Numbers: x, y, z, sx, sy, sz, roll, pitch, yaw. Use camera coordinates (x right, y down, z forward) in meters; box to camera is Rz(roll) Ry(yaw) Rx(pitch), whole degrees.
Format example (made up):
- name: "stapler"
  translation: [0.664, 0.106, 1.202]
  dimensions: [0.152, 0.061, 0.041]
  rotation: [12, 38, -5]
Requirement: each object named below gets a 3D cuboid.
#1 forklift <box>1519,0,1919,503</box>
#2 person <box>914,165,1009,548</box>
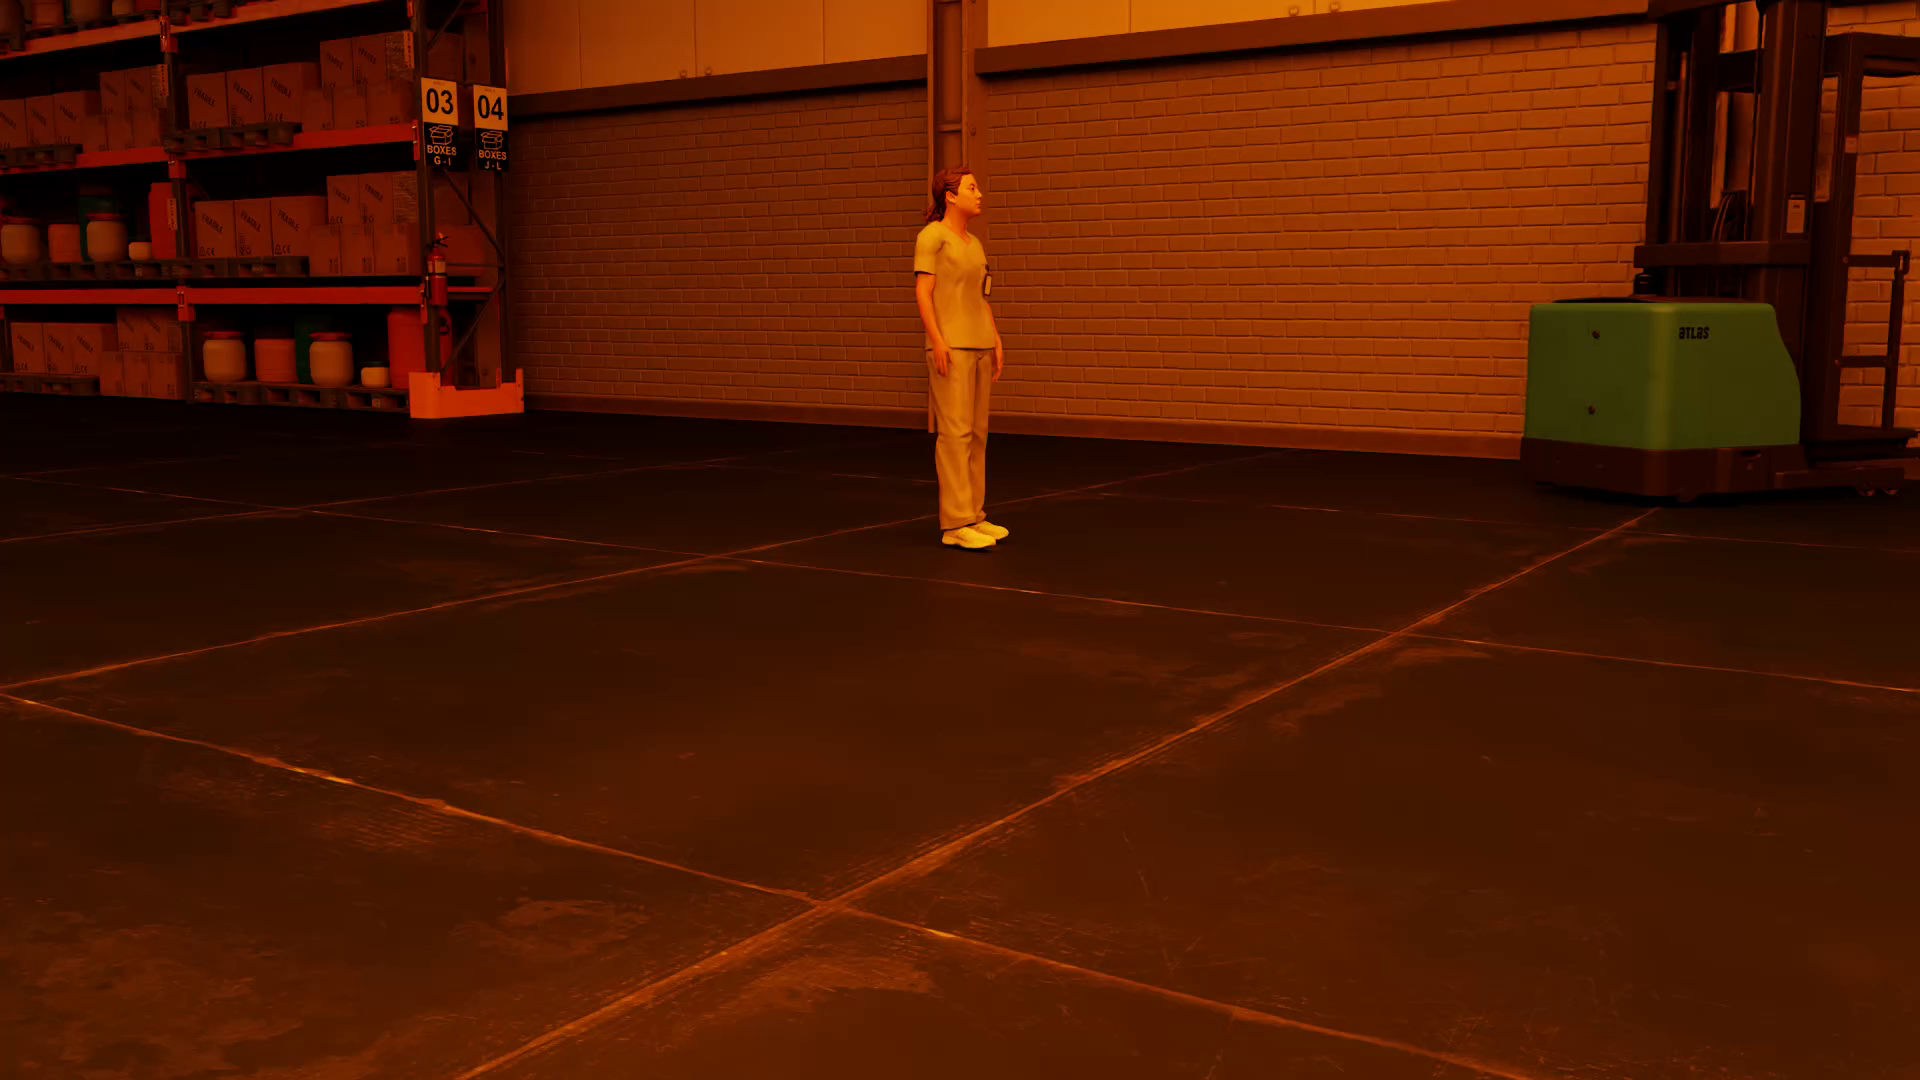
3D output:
- name: "forklift"
  translation: [4.782, -1.758, 9.556]
  dimensions: [3.031, 2.935, 1.130]
  rotation: [-4, 9, -24]
- name: "person"
  translation: [0.053, -0.829, 7.433]
  dimensions: [0.549, 1.675, 0.549]
  rotation: [5, 10, 34]
